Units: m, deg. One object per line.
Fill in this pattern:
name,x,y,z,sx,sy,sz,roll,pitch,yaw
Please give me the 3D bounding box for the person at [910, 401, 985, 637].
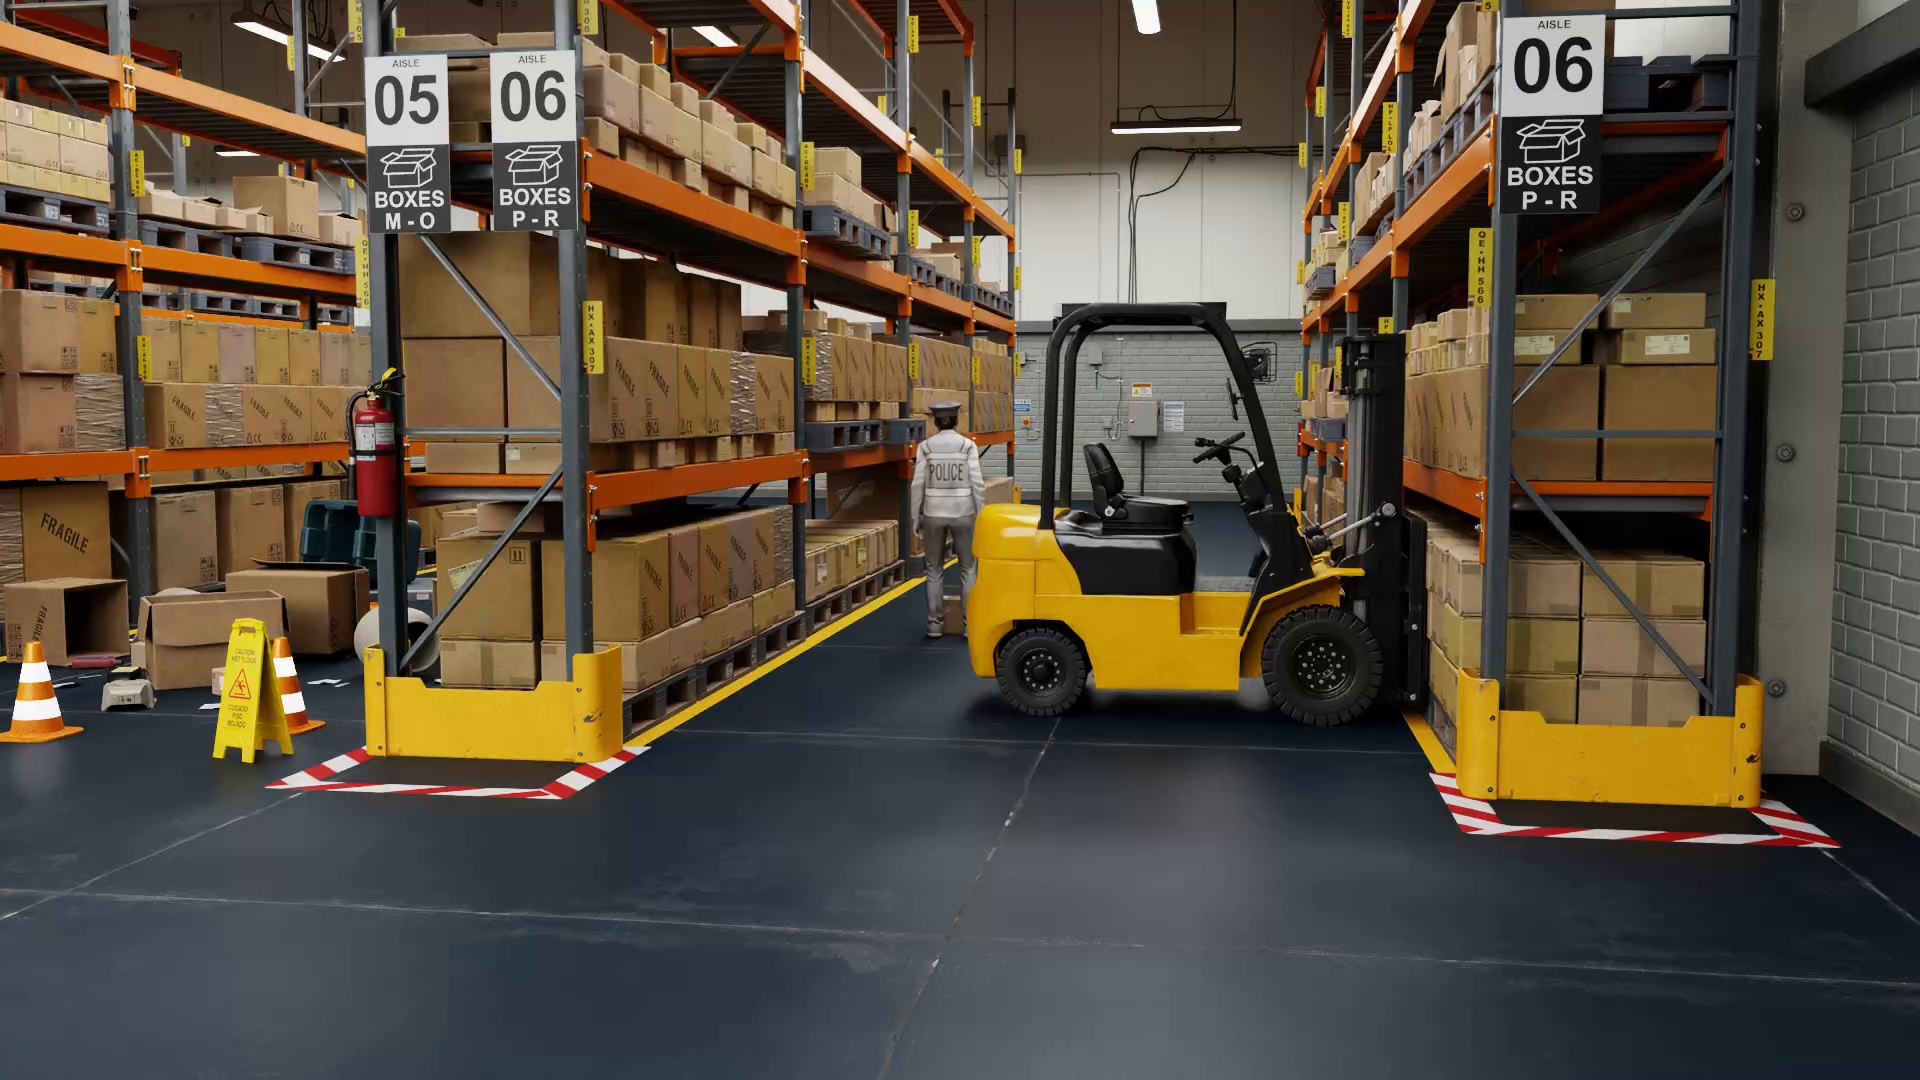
person,-0.079,-0.144,11.677,0.535,1.662,0.374,0,5,5
